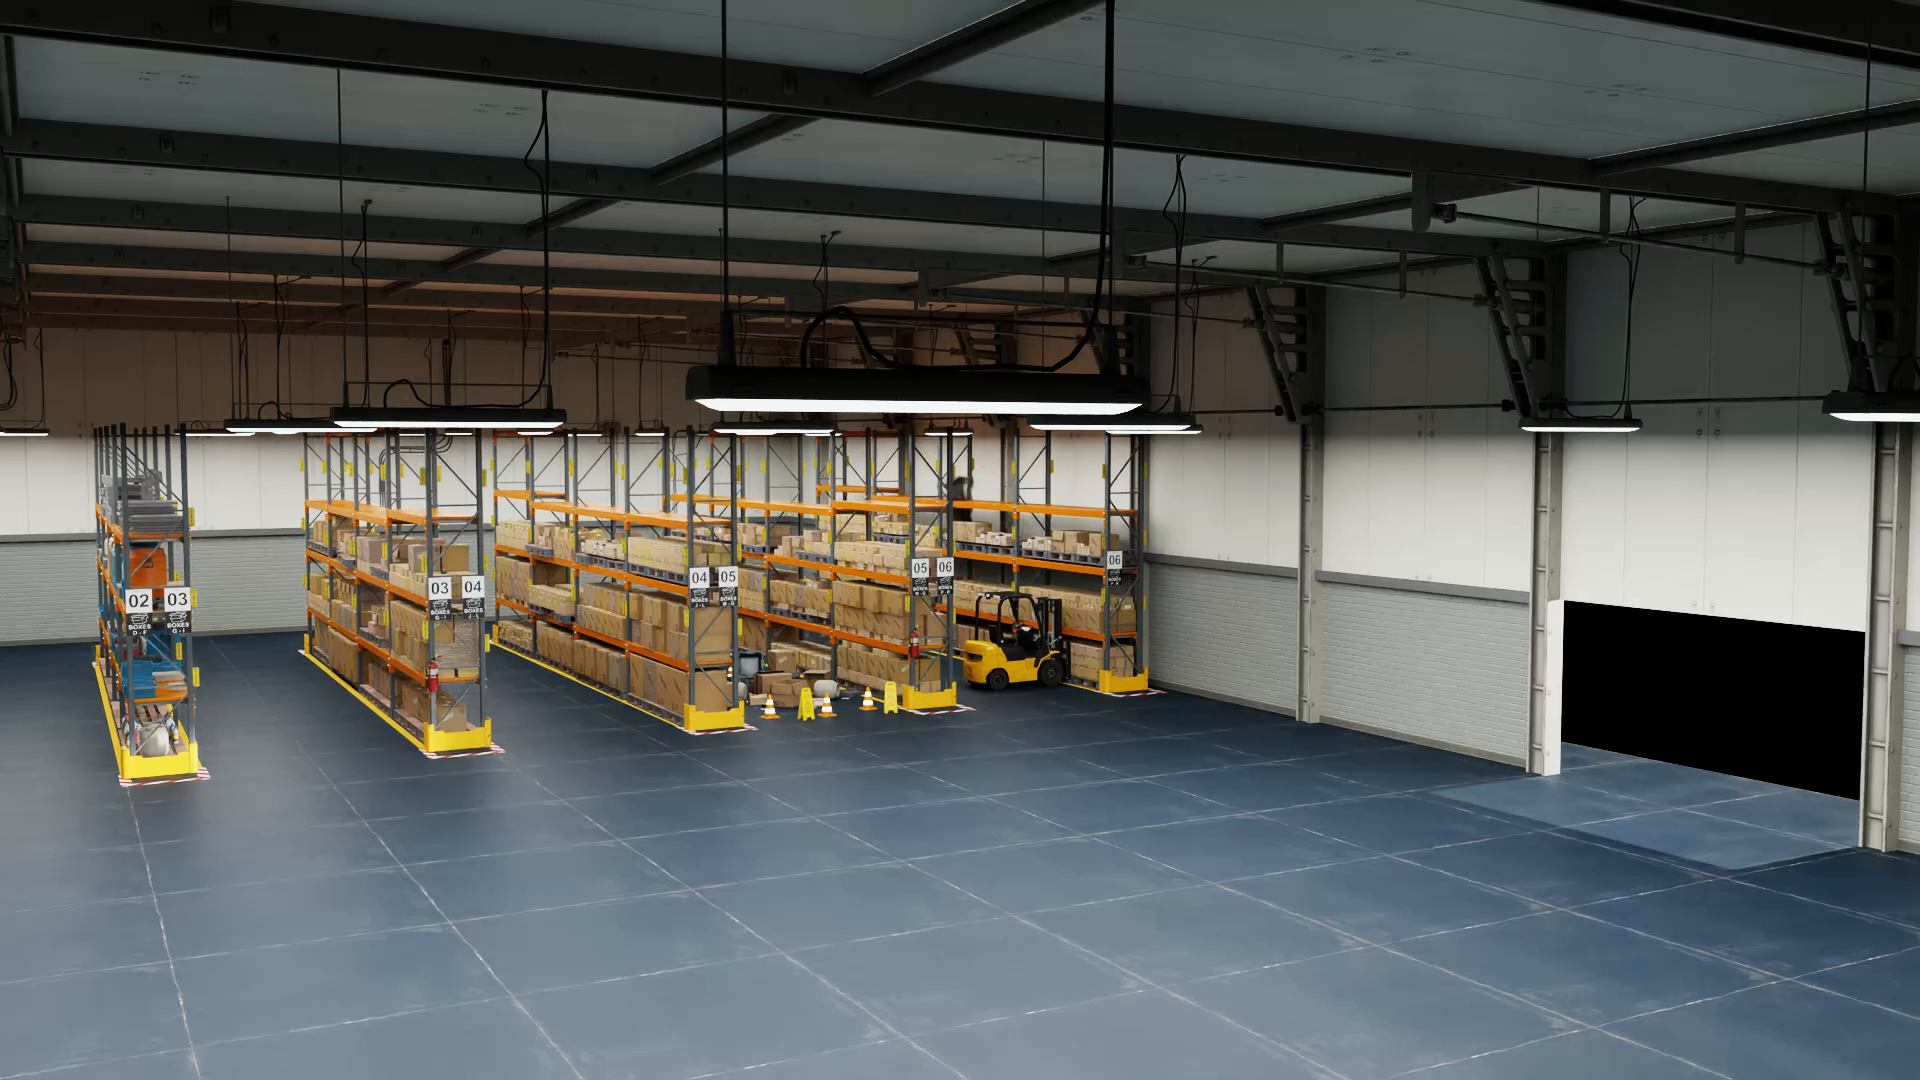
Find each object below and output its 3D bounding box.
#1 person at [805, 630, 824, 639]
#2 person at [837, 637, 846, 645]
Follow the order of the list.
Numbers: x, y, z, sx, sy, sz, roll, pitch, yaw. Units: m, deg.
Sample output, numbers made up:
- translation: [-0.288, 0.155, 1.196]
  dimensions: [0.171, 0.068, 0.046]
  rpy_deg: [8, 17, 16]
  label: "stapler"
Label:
- translation: [-4.179, 2.083, 47.356]
  dimensions: [0.595, 1.520, 1.001]
  rpy_deg: [-2, 4, -30]
  label: "person"
- translation: [-3.160, 2.235, 44.045]
  dimensions: [0.774, 1.695, 0.582]
  rpy_deg: [0, 3, -4]
  label: "person"
